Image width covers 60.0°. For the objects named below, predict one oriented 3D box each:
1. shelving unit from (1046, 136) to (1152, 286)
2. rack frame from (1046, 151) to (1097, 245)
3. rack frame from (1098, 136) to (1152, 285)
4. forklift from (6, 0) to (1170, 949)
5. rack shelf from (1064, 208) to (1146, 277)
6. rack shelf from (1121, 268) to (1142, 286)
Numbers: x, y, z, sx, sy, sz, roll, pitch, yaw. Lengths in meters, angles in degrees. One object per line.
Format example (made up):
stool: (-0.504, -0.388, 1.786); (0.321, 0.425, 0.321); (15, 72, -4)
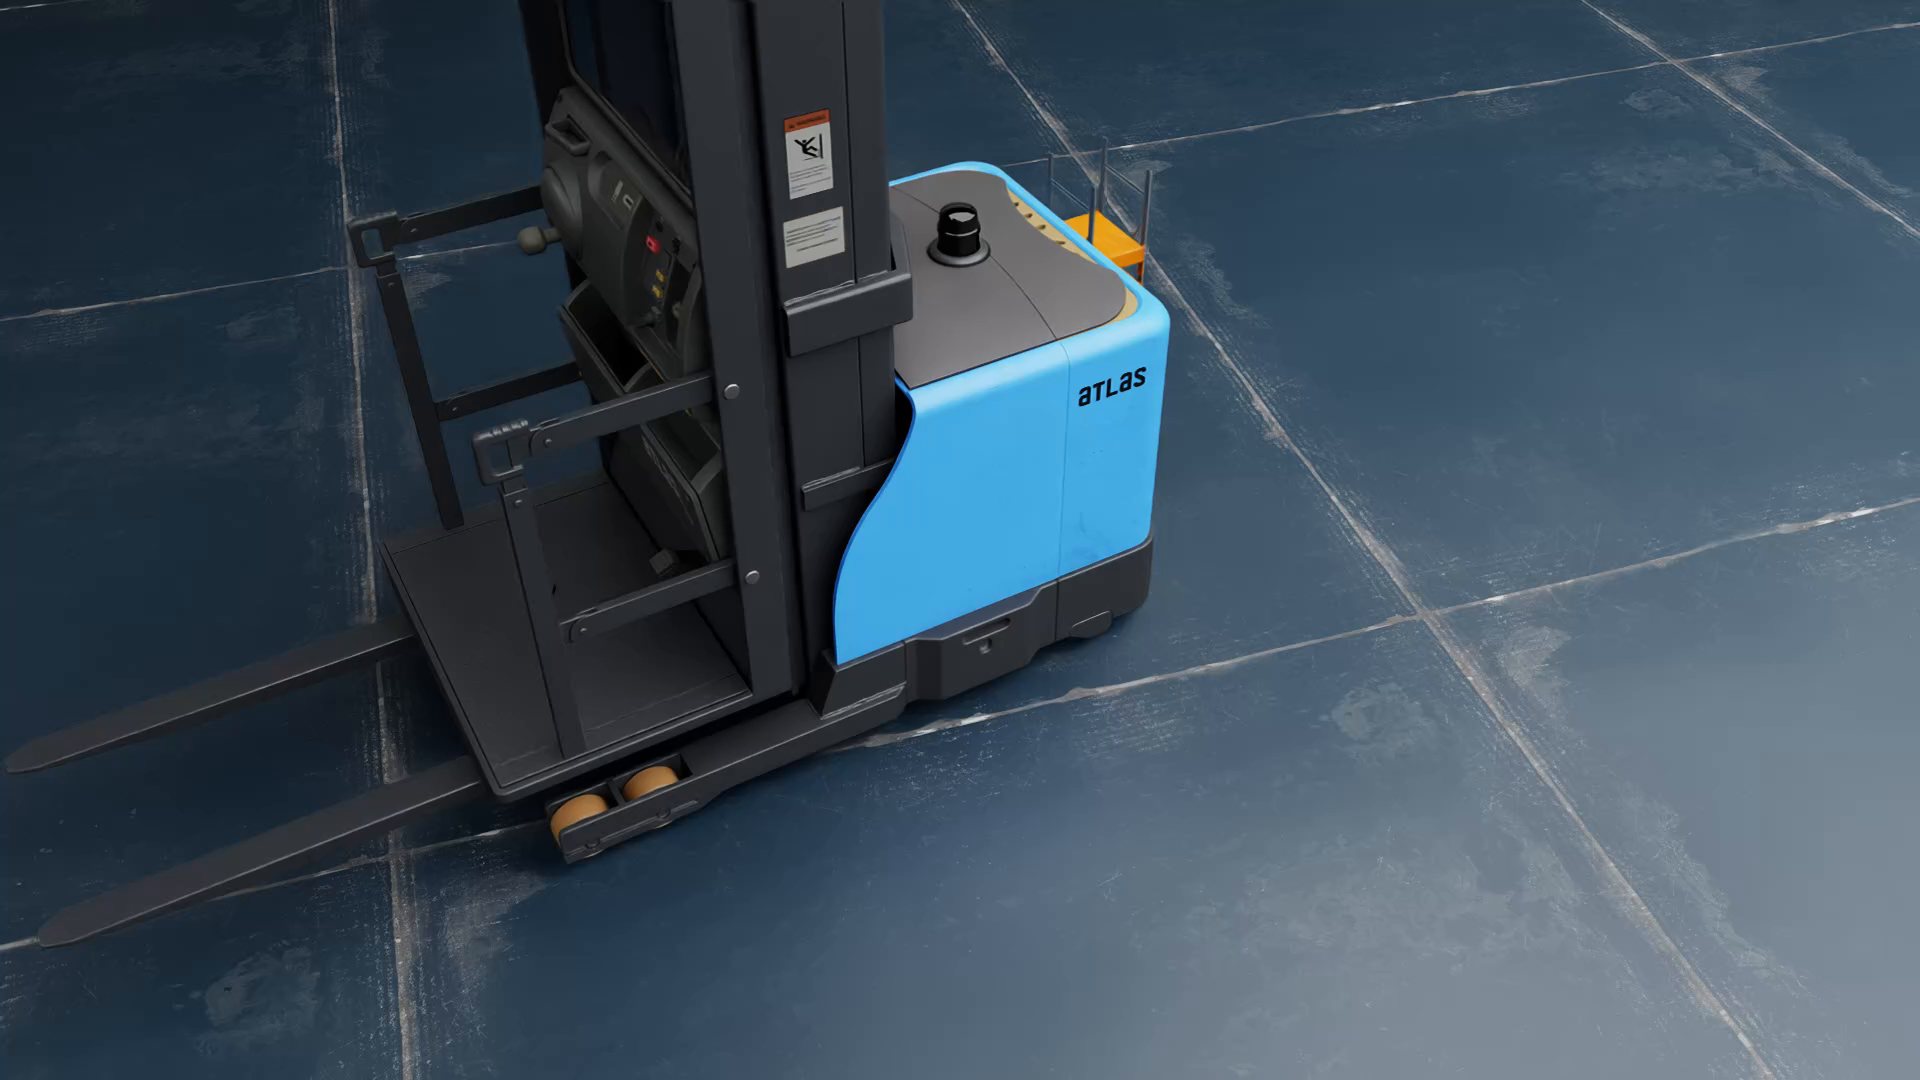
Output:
shelving unit: (0.389, -0.603, 5.028); (0.189, 1.200, 0.258); (-21, 45, -22)
rack frame: (0.310, -0.573, 4.994); (0.006, 1.200, 0.240); (-21, 45, -22)
rack frame: (0.468, -0.633, 5.063); (0.006, 1.200, 0.240); (-21, 45, -22)
forklift: (-0.972, -0.681, 3.802); (3.031, 2.935, 1.130); (-21, 45, -22)
rack shelf: (0.389, -0.841, 4.821); (0.180, 0.103, 0.258); (-21, 45, -22)
rack shelf: (0.389, -0.750, 4.900); (0.180, 0.103, 0.258); (-21, 45, -22)
